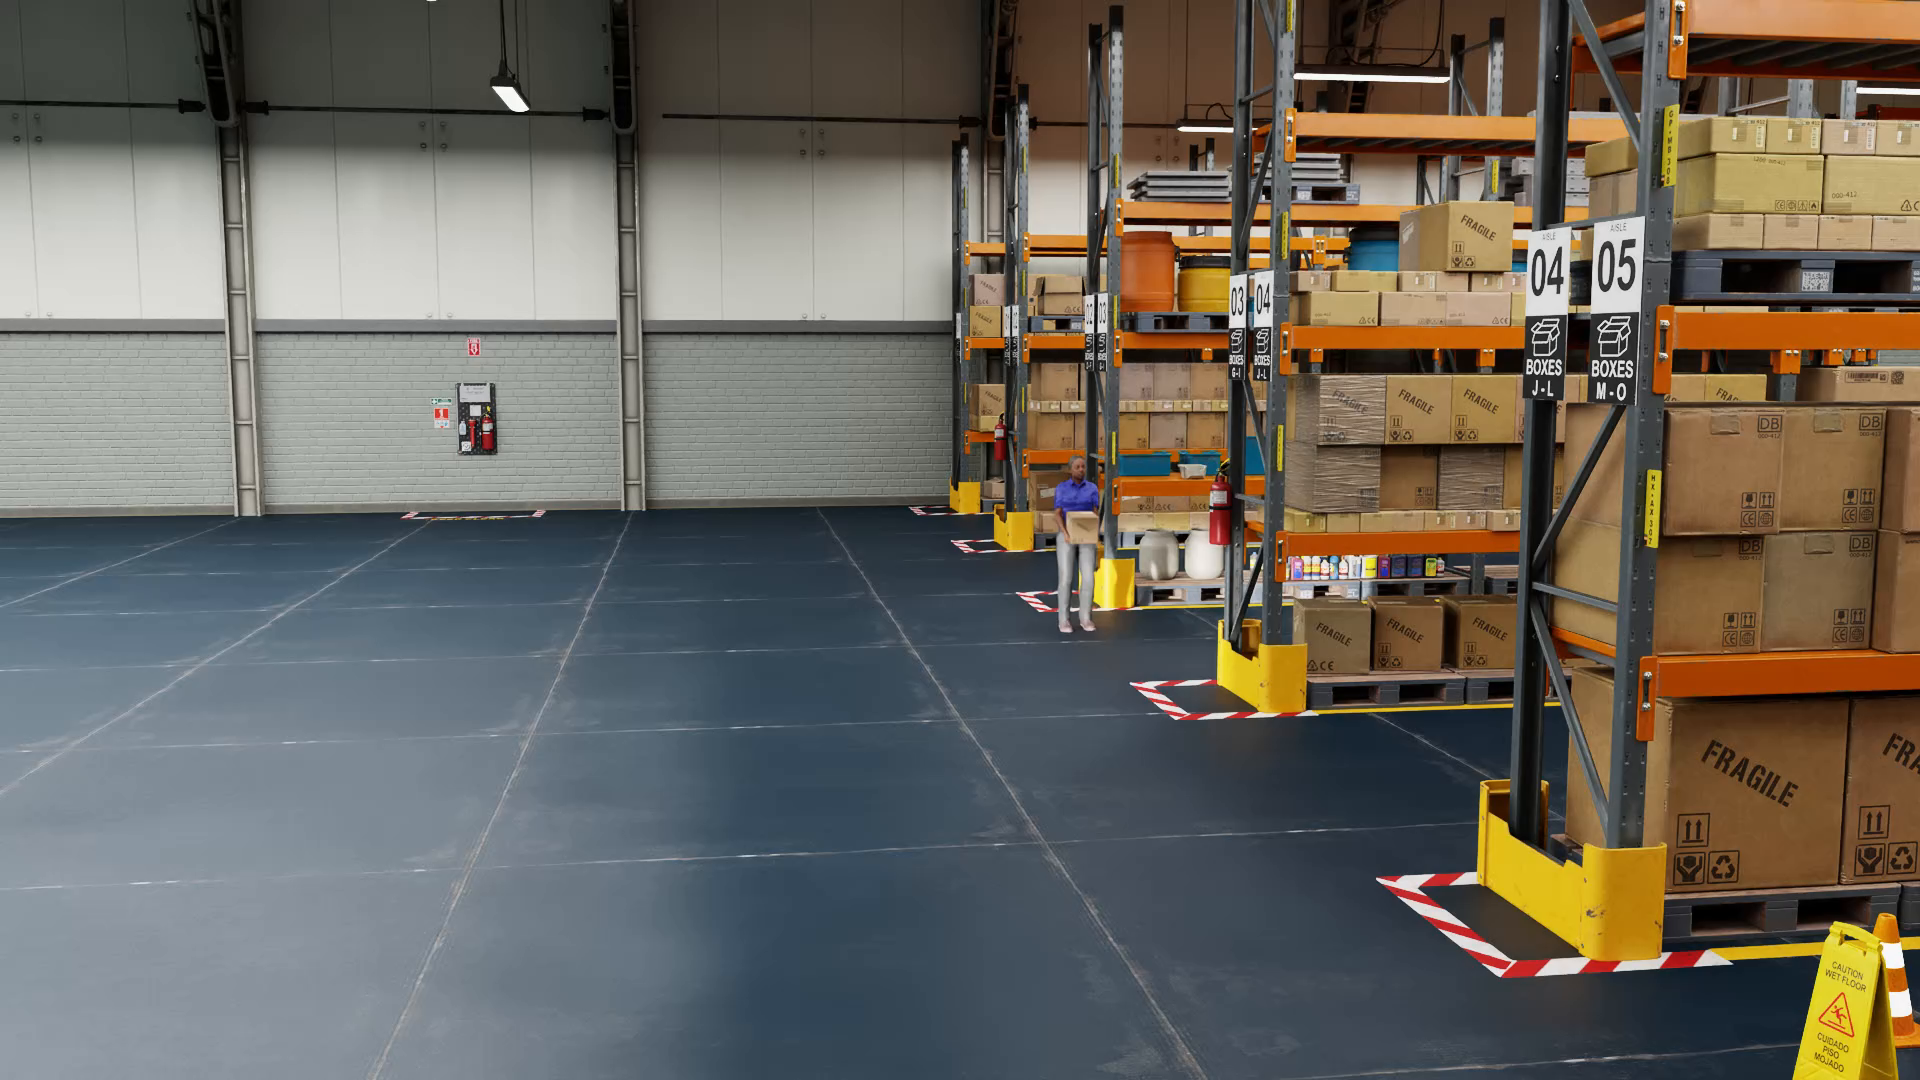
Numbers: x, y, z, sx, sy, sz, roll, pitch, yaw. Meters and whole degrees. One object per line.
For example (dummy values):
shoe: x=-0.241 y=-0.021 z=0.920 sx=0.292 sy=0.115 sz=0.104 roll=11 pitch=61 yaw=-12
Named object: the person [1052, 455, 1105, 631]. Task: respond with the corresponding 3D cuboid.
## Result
person: x=1.109 y=0.021 z=15.677 sx=0.532 sy=1.655 sz=0.347 roll=-1 pitch=7 yaw=-12
